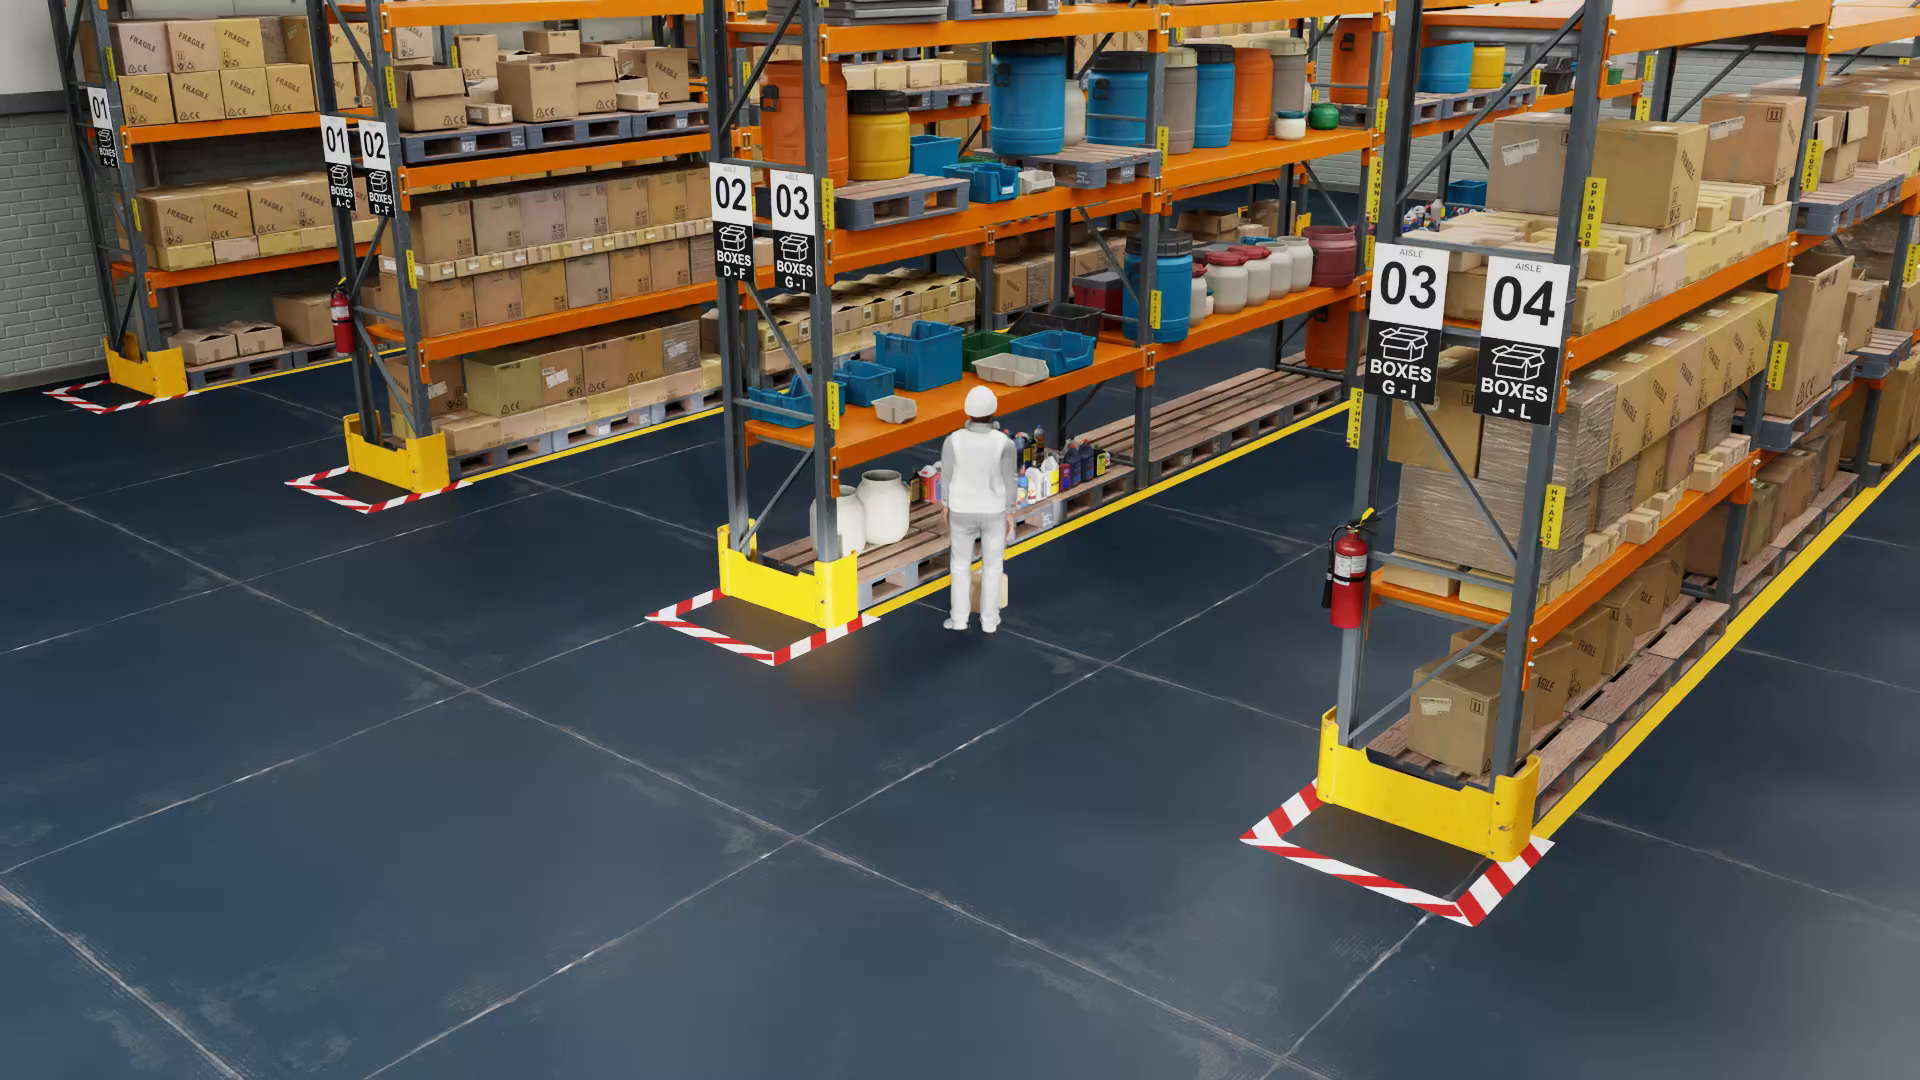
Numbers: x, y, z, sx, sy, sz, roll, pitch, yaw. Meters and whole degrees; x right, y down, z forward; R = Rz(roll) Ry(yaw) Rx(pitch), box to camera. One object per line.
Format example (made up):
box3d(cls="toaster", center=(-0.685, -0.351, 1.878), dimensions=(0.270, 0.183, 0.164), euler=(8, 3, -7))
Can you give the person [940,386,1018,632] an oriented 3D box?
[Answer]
box3d(cls="person", center=(0.138, -0.203, 11.587), dimensions=(0.543, 1.806, 0.378), euler=(2, 20, 6))
